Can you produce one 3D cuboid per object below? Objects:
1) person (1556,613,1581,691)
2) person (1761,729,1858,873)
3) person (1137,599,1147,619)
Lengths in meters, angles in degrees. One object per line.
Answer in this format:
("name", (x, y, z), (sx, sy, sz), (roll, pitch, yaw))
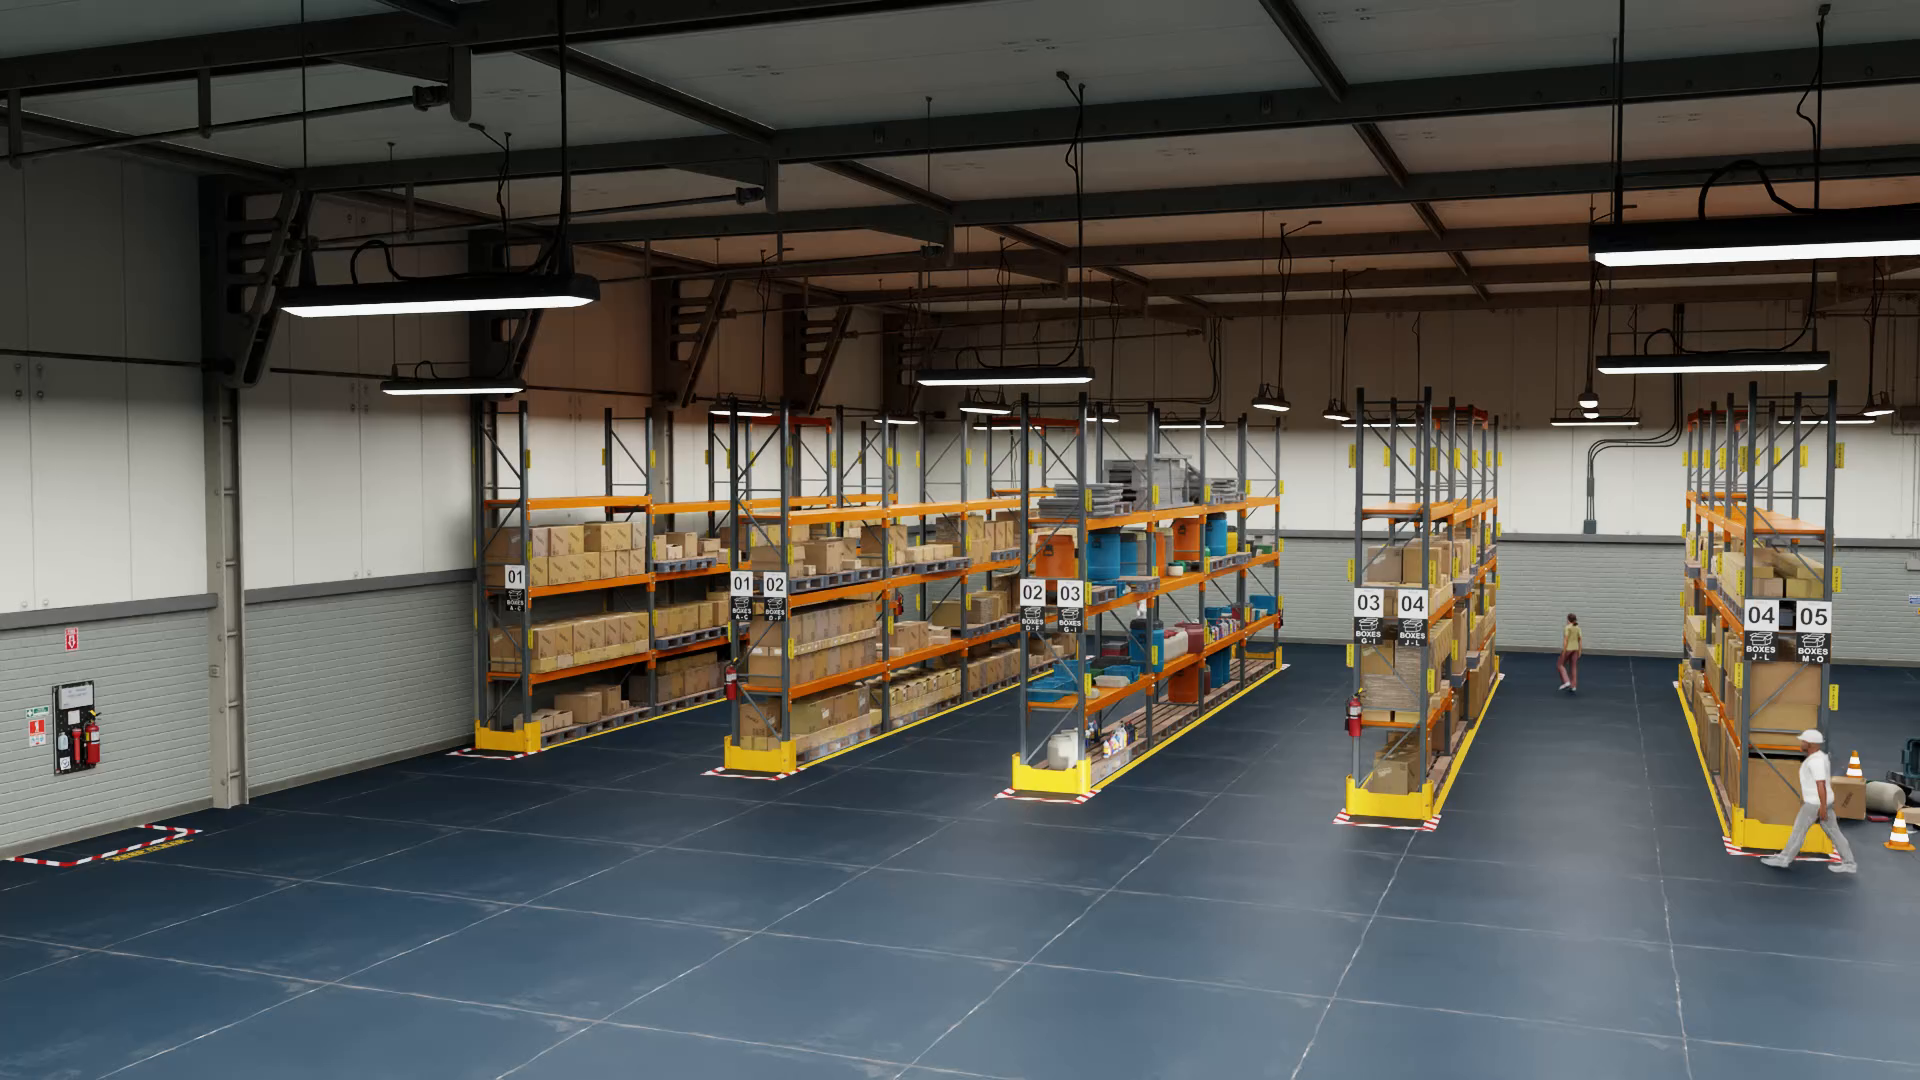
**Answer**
("person", (13.204, 2.418, 35.966), (0.475, 1.673, 0.407), (-1, 3, -16))
("person", (10.313, 3.143, 20.142), (1.032, 1.698, 0.617), (2, 4, 38))
("person", (5.043, 1.921, 45.053), (0.538, 1.763, 0.864), (-2, 3, -32))
